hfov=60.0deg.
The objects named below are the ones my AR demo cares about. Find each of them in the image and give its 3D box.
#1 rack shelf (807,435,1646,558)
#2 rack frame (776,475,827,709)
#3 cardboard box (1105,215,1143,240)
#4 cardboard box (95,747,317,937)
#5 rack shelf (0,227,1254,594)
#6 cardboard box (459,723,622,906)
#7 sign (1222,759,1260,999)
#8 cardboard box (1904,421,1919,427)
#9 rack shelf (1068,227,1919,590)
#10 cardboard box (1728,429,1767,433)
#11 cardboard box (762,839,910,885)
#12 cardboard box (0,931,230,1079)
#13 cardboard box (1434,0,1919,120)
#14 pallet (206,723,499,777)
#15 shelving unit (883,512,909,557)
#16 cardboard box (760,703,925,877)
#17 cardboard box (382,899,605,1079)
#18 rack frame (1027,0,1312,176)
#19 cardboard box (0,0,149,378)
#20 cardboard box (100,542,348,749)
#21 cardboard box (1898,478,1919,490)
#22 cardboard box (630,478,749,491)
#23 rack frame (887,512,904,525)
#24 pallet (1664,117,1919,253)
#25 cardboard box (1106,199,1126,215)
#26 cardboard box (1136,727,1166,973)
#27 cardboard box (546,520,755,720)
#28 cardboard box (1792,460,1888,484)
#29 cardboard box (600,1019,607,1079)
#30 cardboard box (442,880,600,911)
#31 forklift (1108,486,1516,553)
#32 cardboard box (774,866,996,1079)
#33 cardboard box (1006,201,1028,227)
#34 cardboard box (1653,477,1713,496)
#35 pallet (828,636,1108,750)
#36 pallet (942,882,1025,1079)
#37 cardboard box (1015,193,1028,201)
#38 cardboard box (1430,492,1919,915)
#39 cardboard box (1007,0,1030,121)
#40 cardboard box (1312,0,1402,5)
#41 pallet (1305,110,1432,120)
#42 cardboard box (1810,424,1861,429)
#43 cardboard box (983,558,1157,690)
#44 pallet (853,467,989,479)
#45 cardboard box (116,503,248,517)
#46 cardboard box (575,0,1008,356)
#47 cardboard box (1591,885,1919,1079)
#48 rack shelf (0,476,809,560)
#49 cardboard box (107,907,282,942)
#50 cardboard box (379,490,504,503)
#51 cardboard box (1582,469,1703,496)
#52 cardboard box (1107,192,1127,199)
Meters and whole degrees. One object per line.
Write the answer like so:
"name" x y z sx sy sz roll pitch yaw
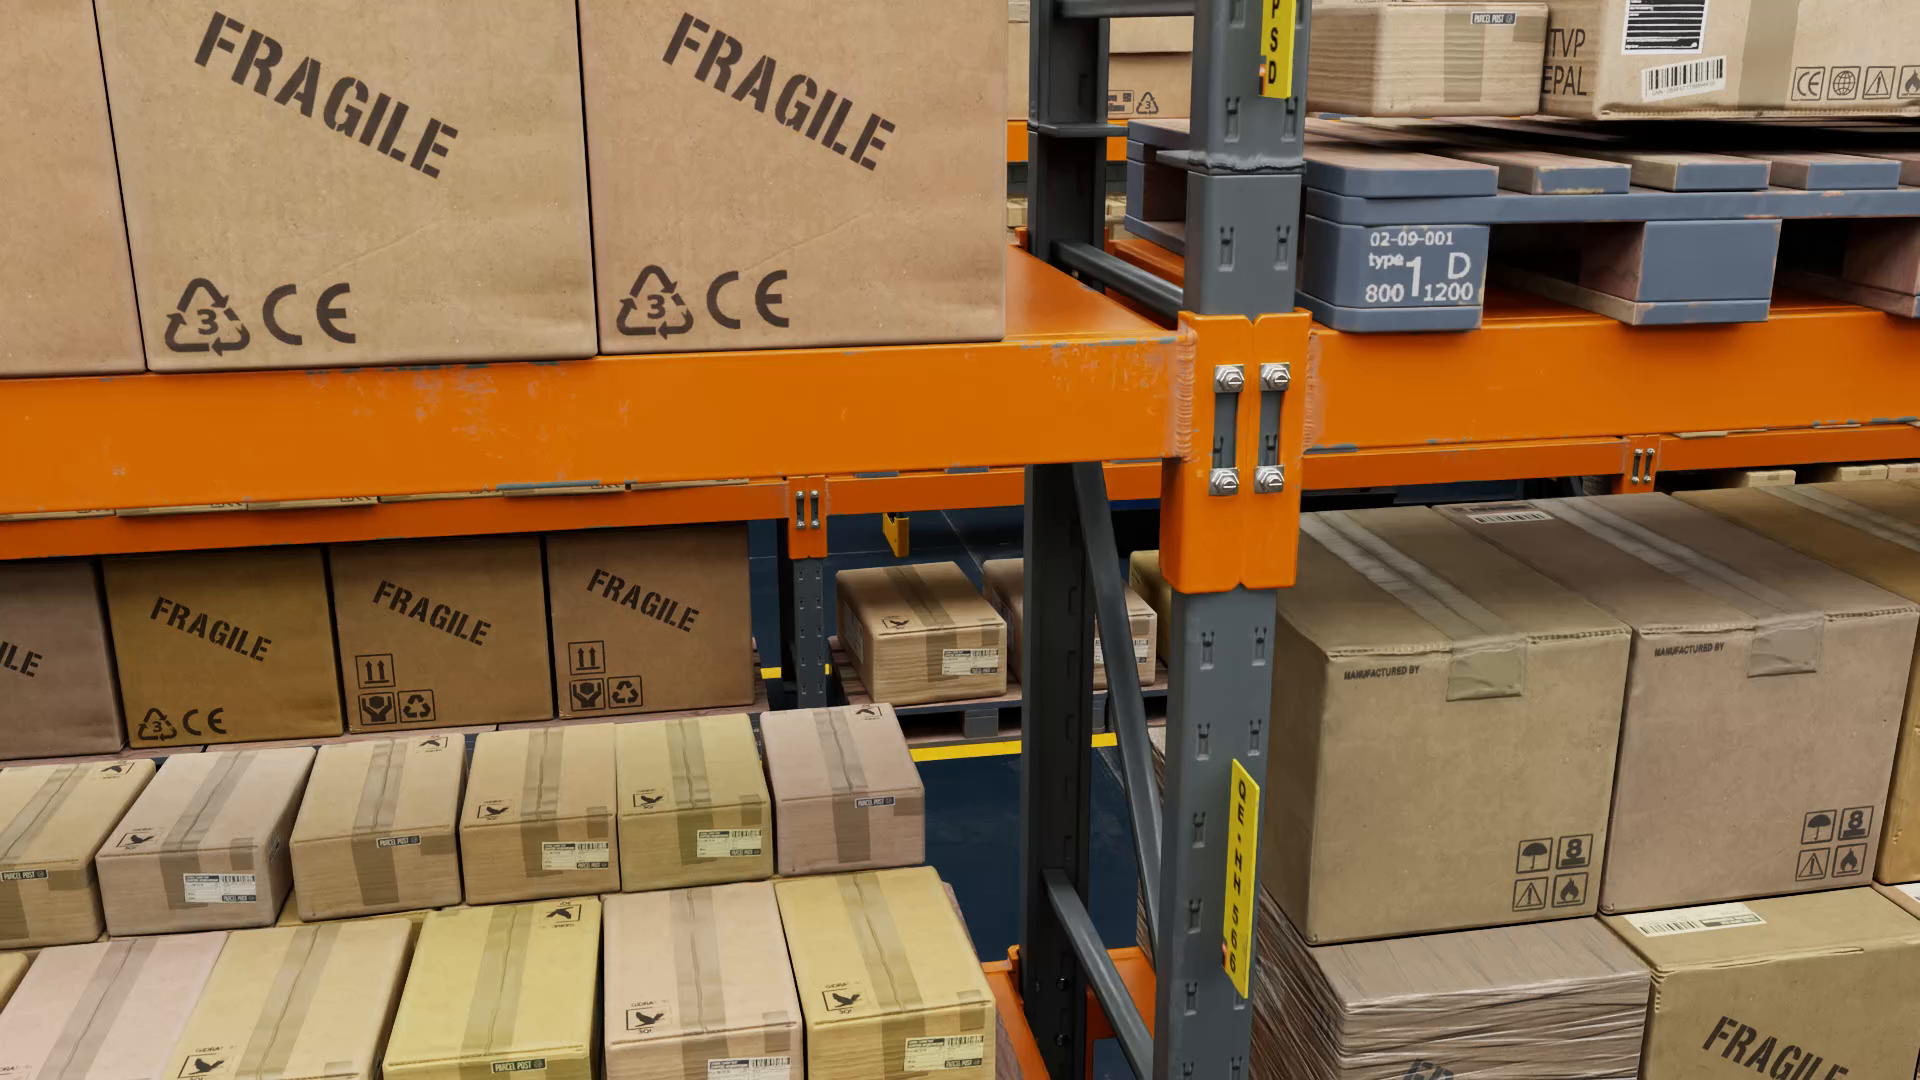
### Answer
"rack shelf" 1.203 -0.356 8.086 4.000 0.370 1.077 -3 17 -10
"rack frame" -0.760 -0.588 7.618 0.127 3.000 1.000 -3 17 -10
"cardboard box" 0.792 -1.461 7.964 0.250 0.149 0.380 -4 18 -13
"cardboard box" -1.243 0.496 2.787 0.250 0.149 0.380 -2 17 -8
"rack shelf" -1.686 -0.145 2.293 4.000 0.370 1.077 -3 17 -10
"cardboard box" -0.718 0.466 2.885 0.250 0.149 0.380 -3 17 -11
"sign" 0.390 0.473 2.325 0.005 0.325 0.100 -3 17 -10
"cardboard box" 4.795 -0.685 8.360 0.250 0.149 0.380 -3 17 -10
"rack shelf" 2.242 -0.368 3.018 4.000 0.370 1.077 -3 17 -10
"cardboard box" 3.775 -0.645 8.231 0.250 0.149 0.380 -3 17 -9
"cardboard box" -0.235 0.579 3.023 0.250 0.149 0.380 -2 17 -8
"cardboard box" -1.120 0.683 2.178 0.250 0.149 0.380 -3 17 -10
"cardboard box" 1.030 -0.784 2.412 0.500 0.311 0.500 -3 17 -10
"pallet" -2.744 0.834 7.737 1.213 0.211 1.003 -3 17 -10
"shelving unit" 0.075 -0.721 10.605 1.083 1.500 0.587 -3 17 -10
"cardboard box" -0.217 0.438 2.976 0.250 0.149 0.380 -3 17 -10
"cardboard box" -0.620 0.655 2.268 0.250 0.149 0.380 -3 17 -9
"rack frame" 0.278 -2.035 2.110 0.127 3.000 1.000 -3 17 -10
"cardboard box" -1.215 -0.485 2.004 0.500 0.500 0.500 -3 17 -10
"cardboard box" -3.209 0.339 7.502 0.875 0.875 0.875 -3 17 -9
"cardboard box" 2.222 0.199 3.182 0.500 0.500 0.700 -3 17 -11
"cardboard box" -1.208 -0.414 7.305 0.500 0.250 0.500 -4 17 -12
"rack frame" -0.415 -0.693 10.515 0.032 1.500 0.500 -3 17 -10
"pallet" 1.998 -0.625 2.950 1.213 0.211 1.003 -2 17 -8
"cardboard box" 1.195 -2.446 12.390 0.250 0.149 0.380 -4 17 -12
"cardboard box" 0.669 0.683 3.310 0.500 0.500 0.500 -3 17 -10
"cardboard box" -1.454 0.241 7.821 0.875 0.875 0.875 -3 17 -11
"cardboard box" 4.436 -0.340 8.395 0.250 0.149 0.380 -3 17 -8
"cardboard box" -0.382 0.784 2.355 0.250 0.149 0.380 -3 17 -8
"cardboard box" -0.762 0.611 2.920 0.250 0.149 0.380 -4 17 -12
"forklift" 2.242 -1.499 10.700 3.031 2.935 1.130 -3 17 -8
"cardboard box" -0.116 0.628 2.359 0.250 0.149 0.380 -4 18 -13
"cardboard box" 0.434 -2.400 12.241 0.250 0.149 0.380 -4 17 -12
"cardboard box" 3.798 -0.011 8.429 0.500 0.500 0.500 -2 17 -8
"pallet" 0.007 0.702 8.168 1.213 0.211 1.003 -3 17 -10
"pallet" -0.402 0.995 2.789 1.003 0.211 1.213 -3 17 -10
"cardboard box" 0.574 -2.586 12.848 0.250 0.149 0.380 -3 17 -11
"cardboard box" 1.217 0.257 2.994 0.500 0.500 0.700 -3 17 -11
"cardboard box" 0.172 -2.120 7.326 0.500 0.500 0.700 -3 17 -10
"cardboard box" 1.624 -2.481 7.360 0.500 0.250 0.500 -3 17 -10
"pallet" 1.523 -2.093 7.728 1.003 0.211 1.213 -3 17 -10
"cardboard box" 4.280 -0.672 8.320 0.250 0.149 0.380 -3 17 -9
"cardboard box" 0.519 0.395 8.177 0.625 0.372 0.950 -4 17 -12
"pallet" -0.081 -0.567 7.875 1.003 0.211 1.213 -3 17 -10
"cardboard box" -3.192 -0.295 6.920 0.500 0.250 0.500 -3 17 -11
"cardboard box" -0.235 -0.544 2.193 0.500 0.500 0.500 -3 17 -10
"cardboard box" 1.269 0.809 2.899 0.500 0.500 0.500 -3 17 -11
"rack shelf" -2.724 -0.133 7.361 4.000 0.370 1.077 -3 17 -10
"cardboard box" -1.254 0.639 2.830 0.250 0.149 0.380 -3 17 -10
"cardboard box" -2.204 -0.357 7.121 0.500 0.250 0.500 -3 17 -11
"cardboard box" 3.697 -0.166 8.935 0.500 0.500 0.500 -3 17 -11
"cardboard box" 1.317 -2.628 12.985 0.250 0.149 0.380 -3 17 -11
